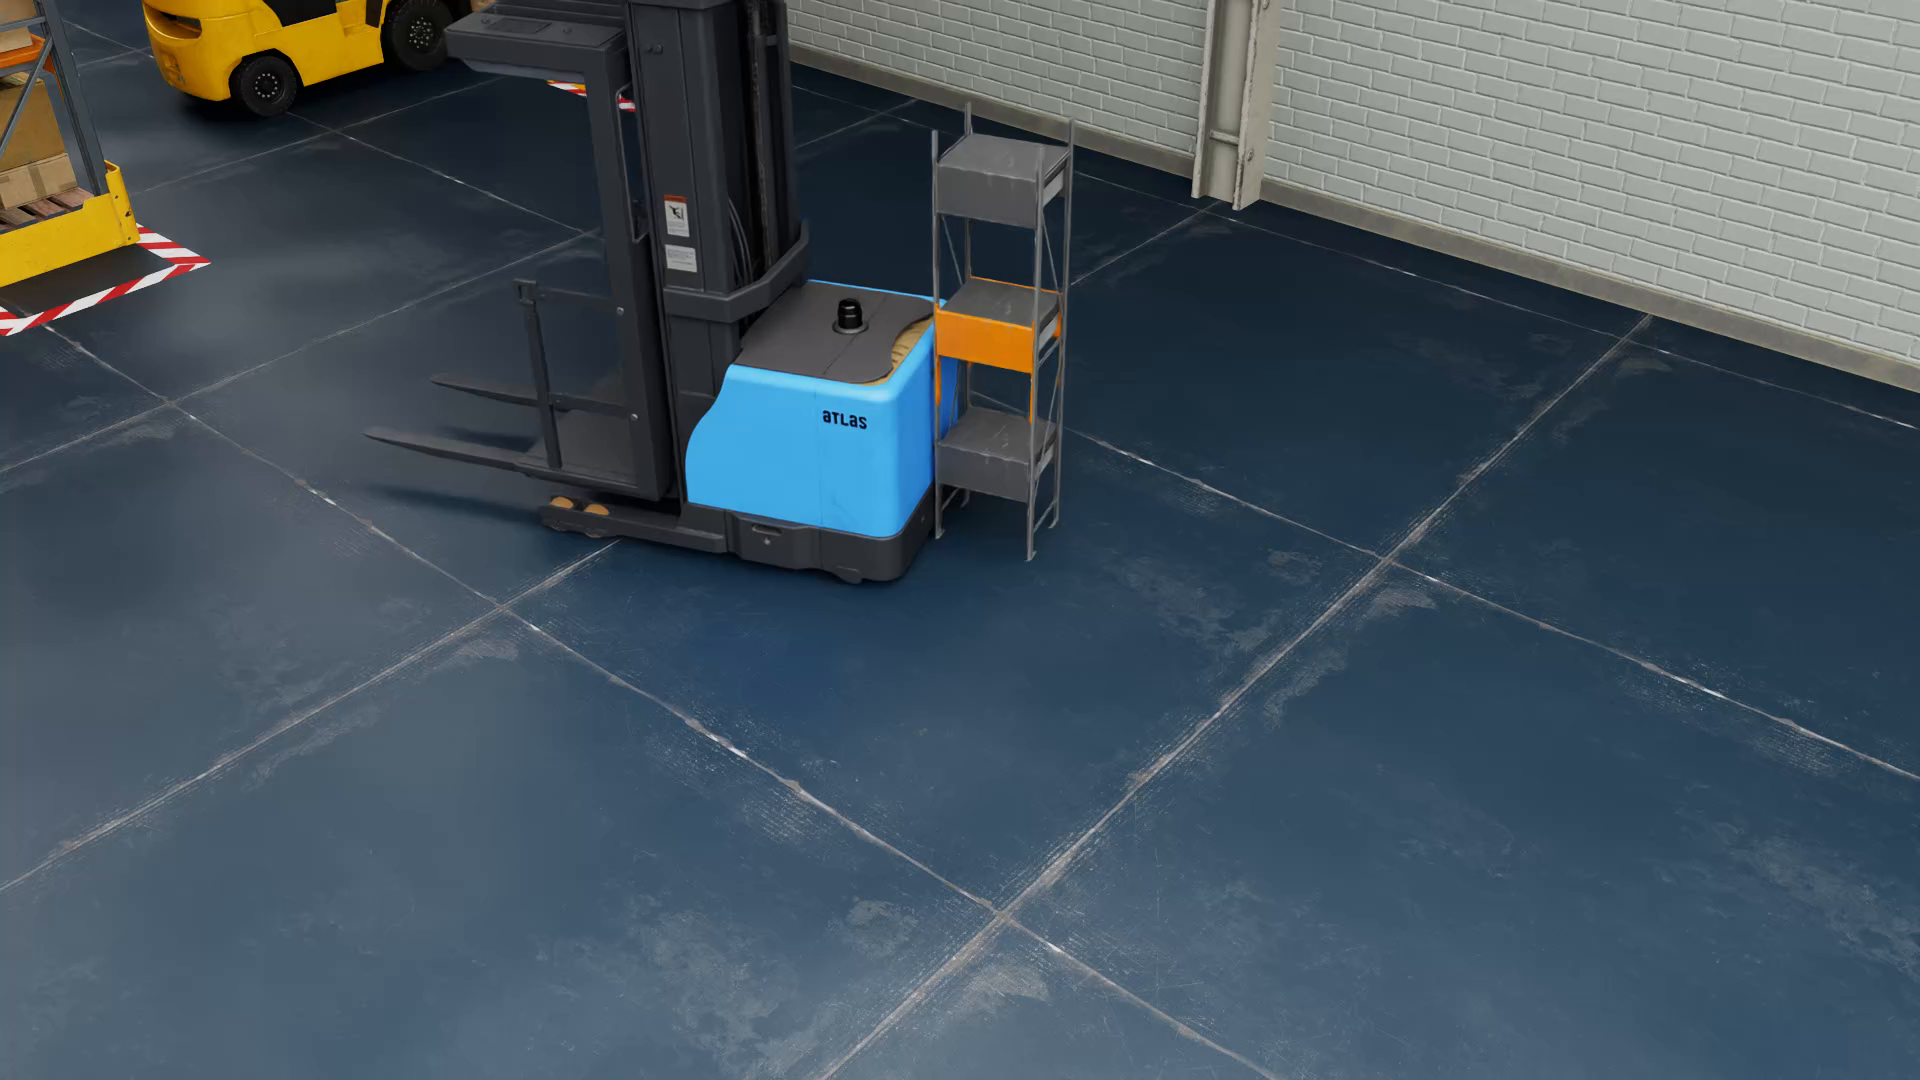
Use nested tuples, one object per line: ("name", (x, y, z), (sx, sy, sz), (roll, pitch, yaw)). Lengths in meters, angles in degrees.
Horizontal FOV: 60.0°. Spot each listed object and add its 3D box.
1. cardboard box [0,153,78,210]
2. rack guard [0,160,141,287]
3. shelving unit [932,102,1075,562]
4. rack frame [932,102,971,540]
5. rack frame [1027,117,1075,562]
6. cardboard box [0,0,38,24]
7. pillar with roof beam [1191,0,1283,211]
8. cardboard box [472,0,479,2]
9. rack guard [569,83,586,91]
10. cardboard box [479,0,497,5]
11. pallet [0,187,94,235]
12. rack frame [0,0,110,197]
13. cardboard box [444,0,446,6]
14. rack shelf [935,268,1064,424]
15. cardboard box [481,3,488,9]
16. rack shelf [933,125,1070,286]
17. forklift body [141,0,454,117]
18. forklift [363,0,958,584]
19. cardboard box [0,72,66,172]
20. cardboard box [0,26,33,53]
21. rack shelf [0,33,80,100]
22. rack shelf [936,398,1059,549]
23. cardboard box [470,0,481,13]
("cardboard box", (-6.381, -2.490, 11.285), (0.500, 0.250, 0.500), (25, 42, 31))
("rack guard", (-5.996, -2.035, 10.772), (0.348, 0.500, 1.175), (25, 42, 32))
("shelving unit", (0.188, -0.917, 7.730), (0.503, 2.100, 0.431), (14, 37, 19))
("rack frame", (-0.036, -0.971, 7.809), (0.015, 2.100, 0.400), (14, 37, 19))
("rack frame", (0.413, -0.863, 7.651), (0.015, 2.100, 0.400), (14, 37, 19))
("cardboard box", (-6.124, -3.494, 10.337), (0.500, 0.500, 0.500), (25, 41, 31))
("pillar with roof beam", (-0.867, -4.270, 6.519), (0.400, 9.000, 9.100), (25, 42, 32))
("cardboard box", (-4.128, -4.849, 14.278), (0.500, 0.250, 0.500), (24, 41, 31))
("rack guard", (-2.746, -4.160, 13.866), (0.348, 0.500, 1.175), (25, 42, 32))
("cardboard box", (-3.718, -4.672, 14.019), (0.500, 0.250, 0.500), (25, 42, 31))
("pallet", (-6.598, -2.226, 11.305), (1.213, 0.211, 1.003), (25, 42, 32))
("rack frame", (-5.938, -3.038, 10.024), (0.127, 3.000, 1.000), (25, 42, 32))
("cardboard box", (-4.496, -4.819, 14.676), (0.500, 0.250, 0.500), (27, 43, 33))
("rack shelf", (0.188, -0.905, 7.738), (0.480, 0.518, 0.431), (14, 37, 19))
("cardboard box", (-3.704, -4.456, 14.146), (0.500, 0.250, 0.500), (25, 42, 32))
("rack shelf", (0.188, -1.482, 7.341), (0.480, 0.518, 0.431), (14, 37, 19))
("forklift body", (-5.389, -4.742, 13.256), (1.214, 2.155, 2.313), (25, 42, 32))
("forklift", (-1.571, -1.489, 7.830), (3.031, 2.935, 1.130), (11, 36, 15))
("cardboard box", (-6.400, -2.808, 11.084), (0.500, 0.500, 0.500), (24, 41, 30))
("cardboard box", (-6.067, -3.148, 10.406), (0.250, 0.149, 0.380), (25, 42, 32))
("rack shelf", (-7.475, -3.466, 11.283), (4.000, 0.370, 1.077), (25, 42, 32))
("rack shelf", (0.188, -0.328, 8.134), (0.480, 0.518, 0.431), (14, 37, 19))
("cardboard box", (-4.083, -4.641, 14.416), (0.500, 0.250, 0.500), (26, 42, 32))
